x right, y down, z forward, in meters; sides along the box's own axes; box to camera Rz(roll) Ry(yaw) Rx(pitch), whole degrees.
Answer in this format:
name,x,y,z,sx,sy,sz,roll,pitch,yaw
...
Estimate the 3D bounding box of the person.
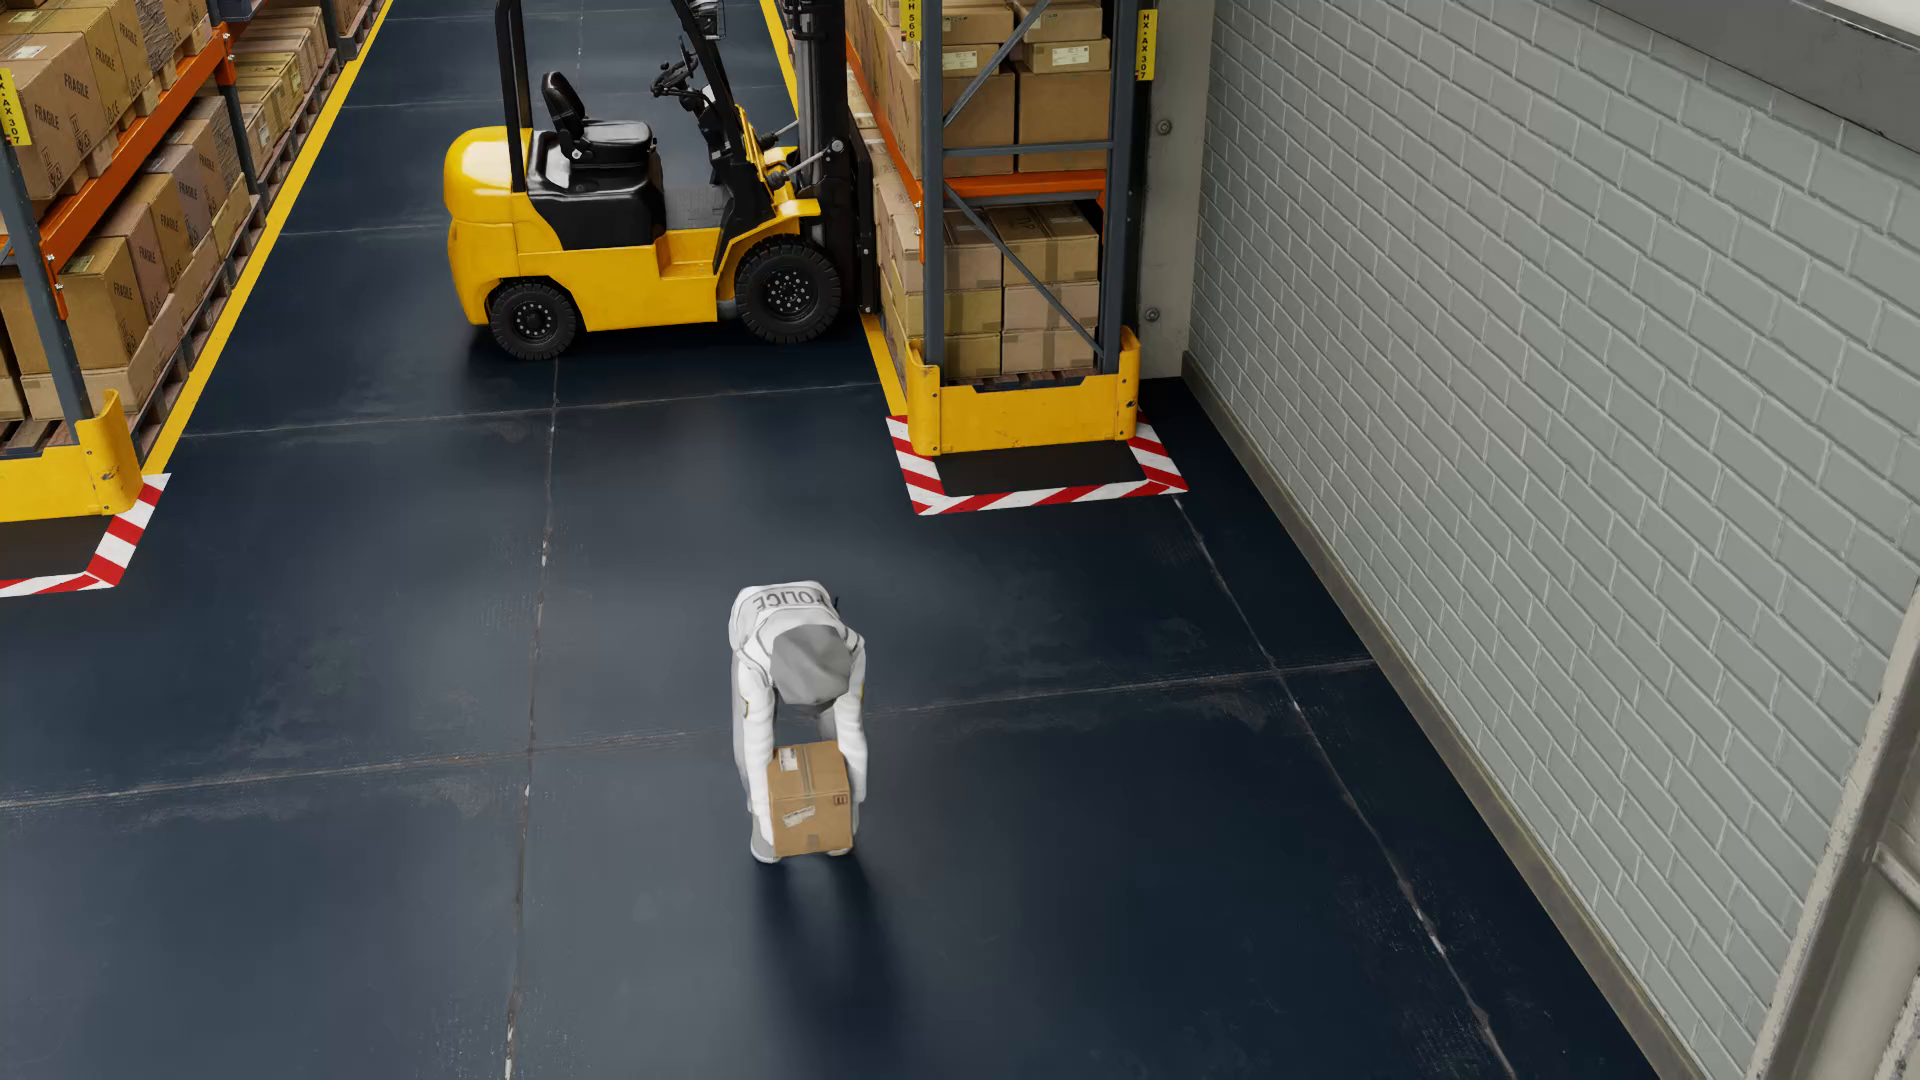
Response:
name,x,y,z,sx,sy,sz,roll,pitch,yaw
person,-0.528,0.644,5.497,0.429,1.213,0.904,-7,31,-11
